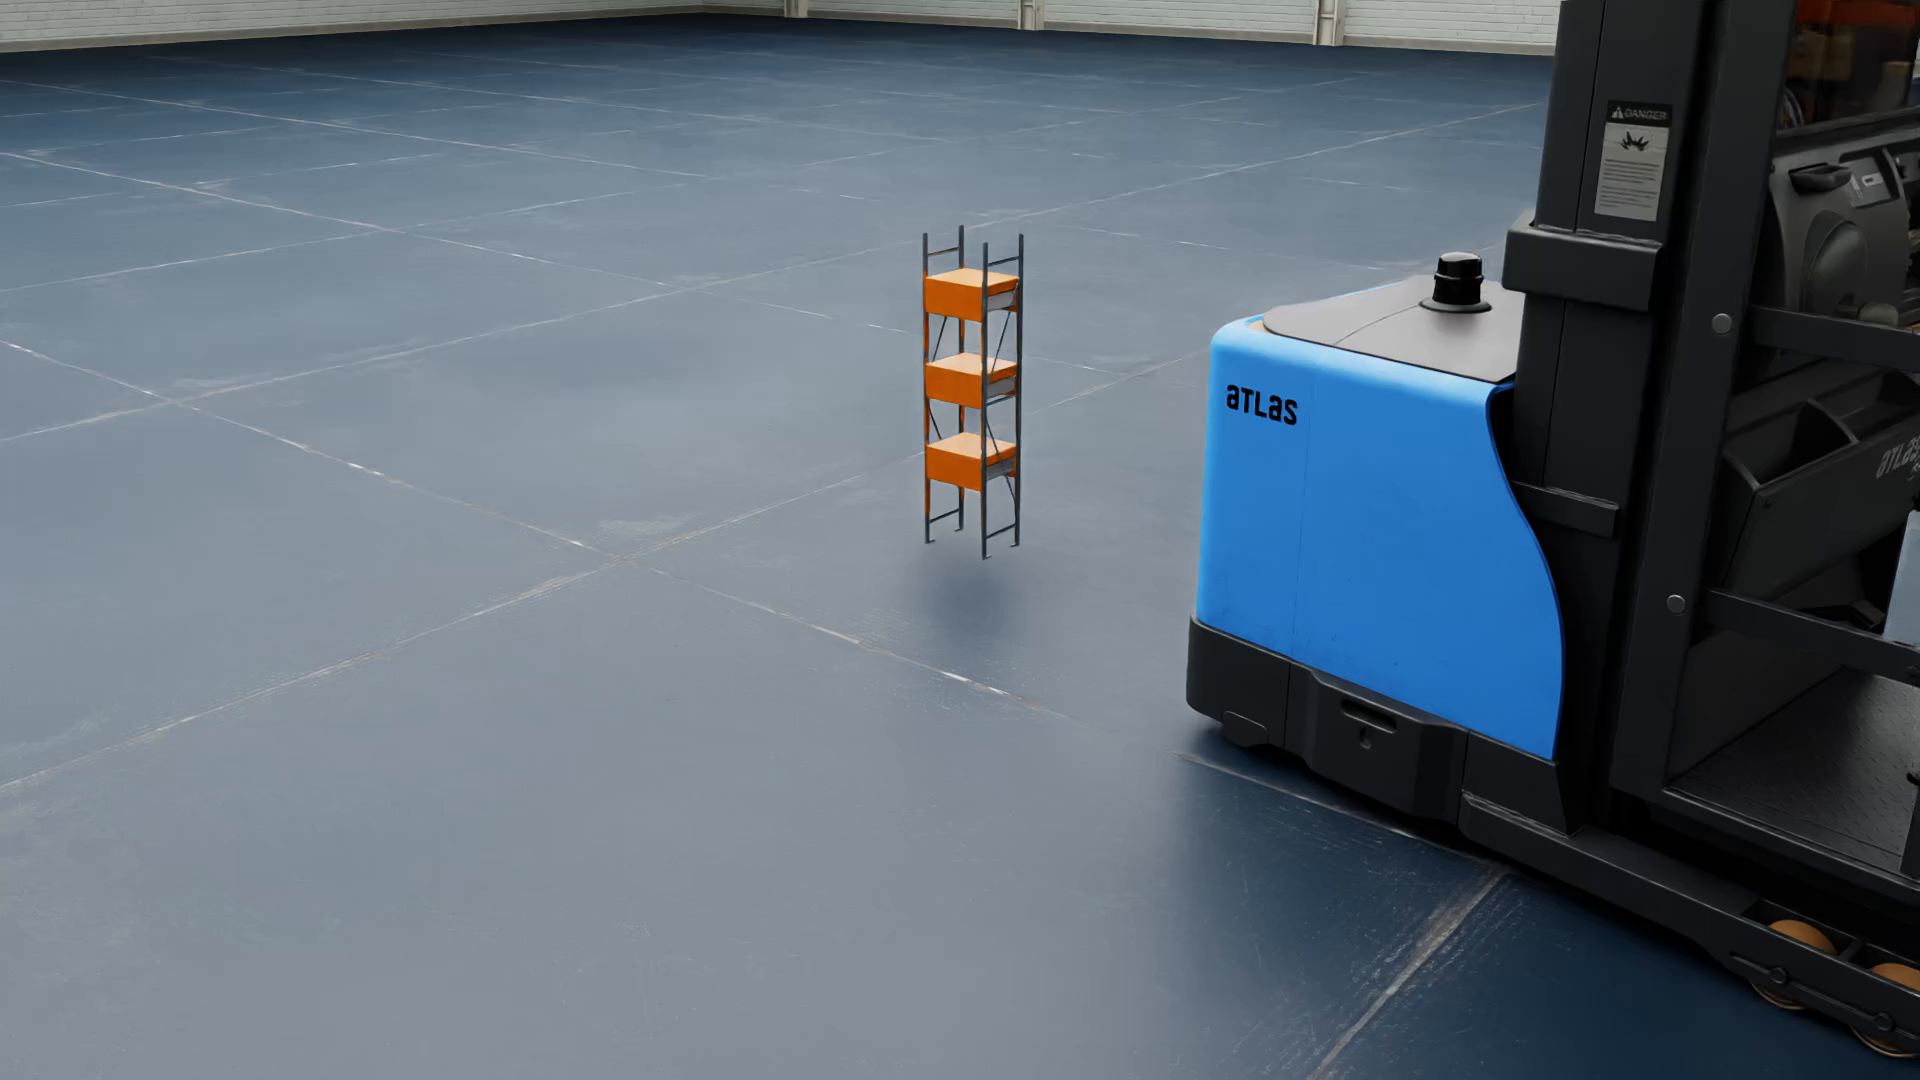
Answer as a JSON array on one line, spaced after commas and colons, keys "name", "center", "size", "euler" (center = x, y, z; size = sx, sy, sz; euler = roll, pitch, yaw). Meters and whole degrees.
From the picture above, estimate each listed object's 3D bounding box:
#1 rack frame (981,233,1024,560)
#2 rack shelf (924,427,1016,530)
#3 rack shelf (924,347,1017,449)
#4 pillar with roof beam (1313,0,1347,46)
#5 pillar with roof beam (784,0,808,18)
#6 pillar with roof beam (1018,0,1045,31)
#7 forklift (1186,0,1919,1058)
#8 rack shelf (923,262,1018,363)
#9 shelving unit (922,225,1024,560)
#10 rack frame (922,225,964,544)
[{"name": "rack frame", "center": [0.136, -0.452, 5.379], "size": [0.008, 1.050, 0.200], "euler": [16, 26, 36]}, {"name": "rack shelf", "center": [0.041, -0.209, 5.553], "size": [0.240, 0.259, 0.215], "euler": [16, 26, 36]}, {"name": "rack shelf", "center": [0.041, -0.469, 5.455], "size": [0.240, 0.259, 0.215], "euler": [16, 26, 36]}, {"name": "pillar with roof beam", "center": [3.230, -11.039, 22.188], "size": [0.400, 9.000, 9.100], "euler": [16, 26, 36]}, {"name": "pillar with roof beam", "center": [-6.067, -13.716, 29.288], "size": [0.400, 9.000, 9.100], "euler": [16, 26, 36]}, {"name": "pillar with roof beam", "center": [-1.419, -12.378, 25.738], "size": [0.400, 9.000, 9.100], "euler": [16, 26, 36]}, {"name": "forklift", "center": [1.942, -0.609, 3.128], "size": [1.130, 2.935, 3.031], "euler": [-17, 27, -38]}, {"name": "rack shelf", "center": [0.041, -0.735, 5.355], "size": [0.240, 0.259, 0.215], "euler": [16, 26, 36]}, {"name": "shelving unit", "center": [0.041, -0.479, 5.451], "size": [0.252, 1.050, 0.215], "euler": [16, 26, 36]}, {"name": "rack frame", "center": [-0.053, -0.507, 5.523], "size": [0.008, 1.050, 0.200], "euler": [16, 26, 36]}]
